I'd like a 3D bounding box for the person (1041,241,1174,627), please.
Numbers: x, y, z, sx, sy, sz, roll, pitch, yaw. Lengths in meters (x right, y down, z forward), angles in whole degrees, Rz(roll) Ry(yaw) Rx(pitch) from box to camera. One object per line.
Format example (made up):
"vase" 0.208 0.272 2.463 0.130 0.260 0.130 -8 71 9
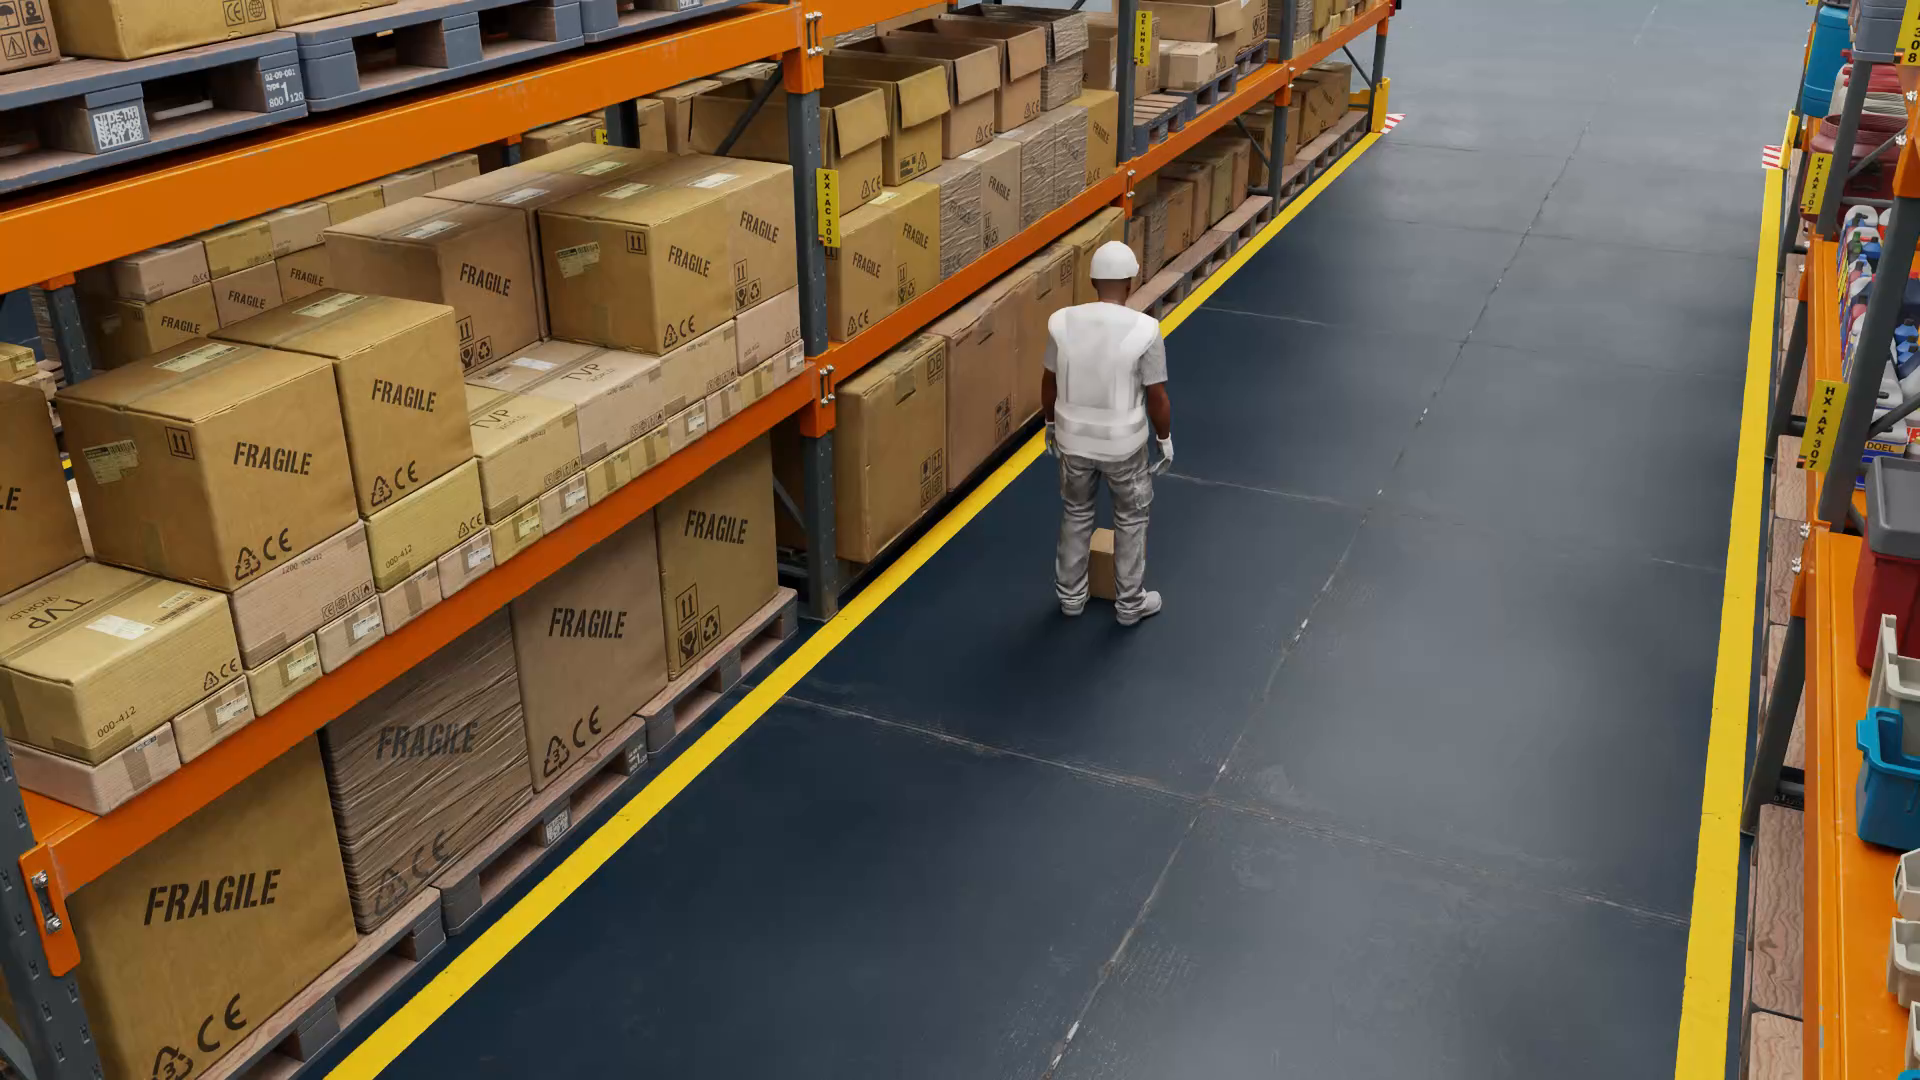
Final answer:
"person" 0.665 -0.468 7.562 0.619 1.775 0.446 11 28 22
